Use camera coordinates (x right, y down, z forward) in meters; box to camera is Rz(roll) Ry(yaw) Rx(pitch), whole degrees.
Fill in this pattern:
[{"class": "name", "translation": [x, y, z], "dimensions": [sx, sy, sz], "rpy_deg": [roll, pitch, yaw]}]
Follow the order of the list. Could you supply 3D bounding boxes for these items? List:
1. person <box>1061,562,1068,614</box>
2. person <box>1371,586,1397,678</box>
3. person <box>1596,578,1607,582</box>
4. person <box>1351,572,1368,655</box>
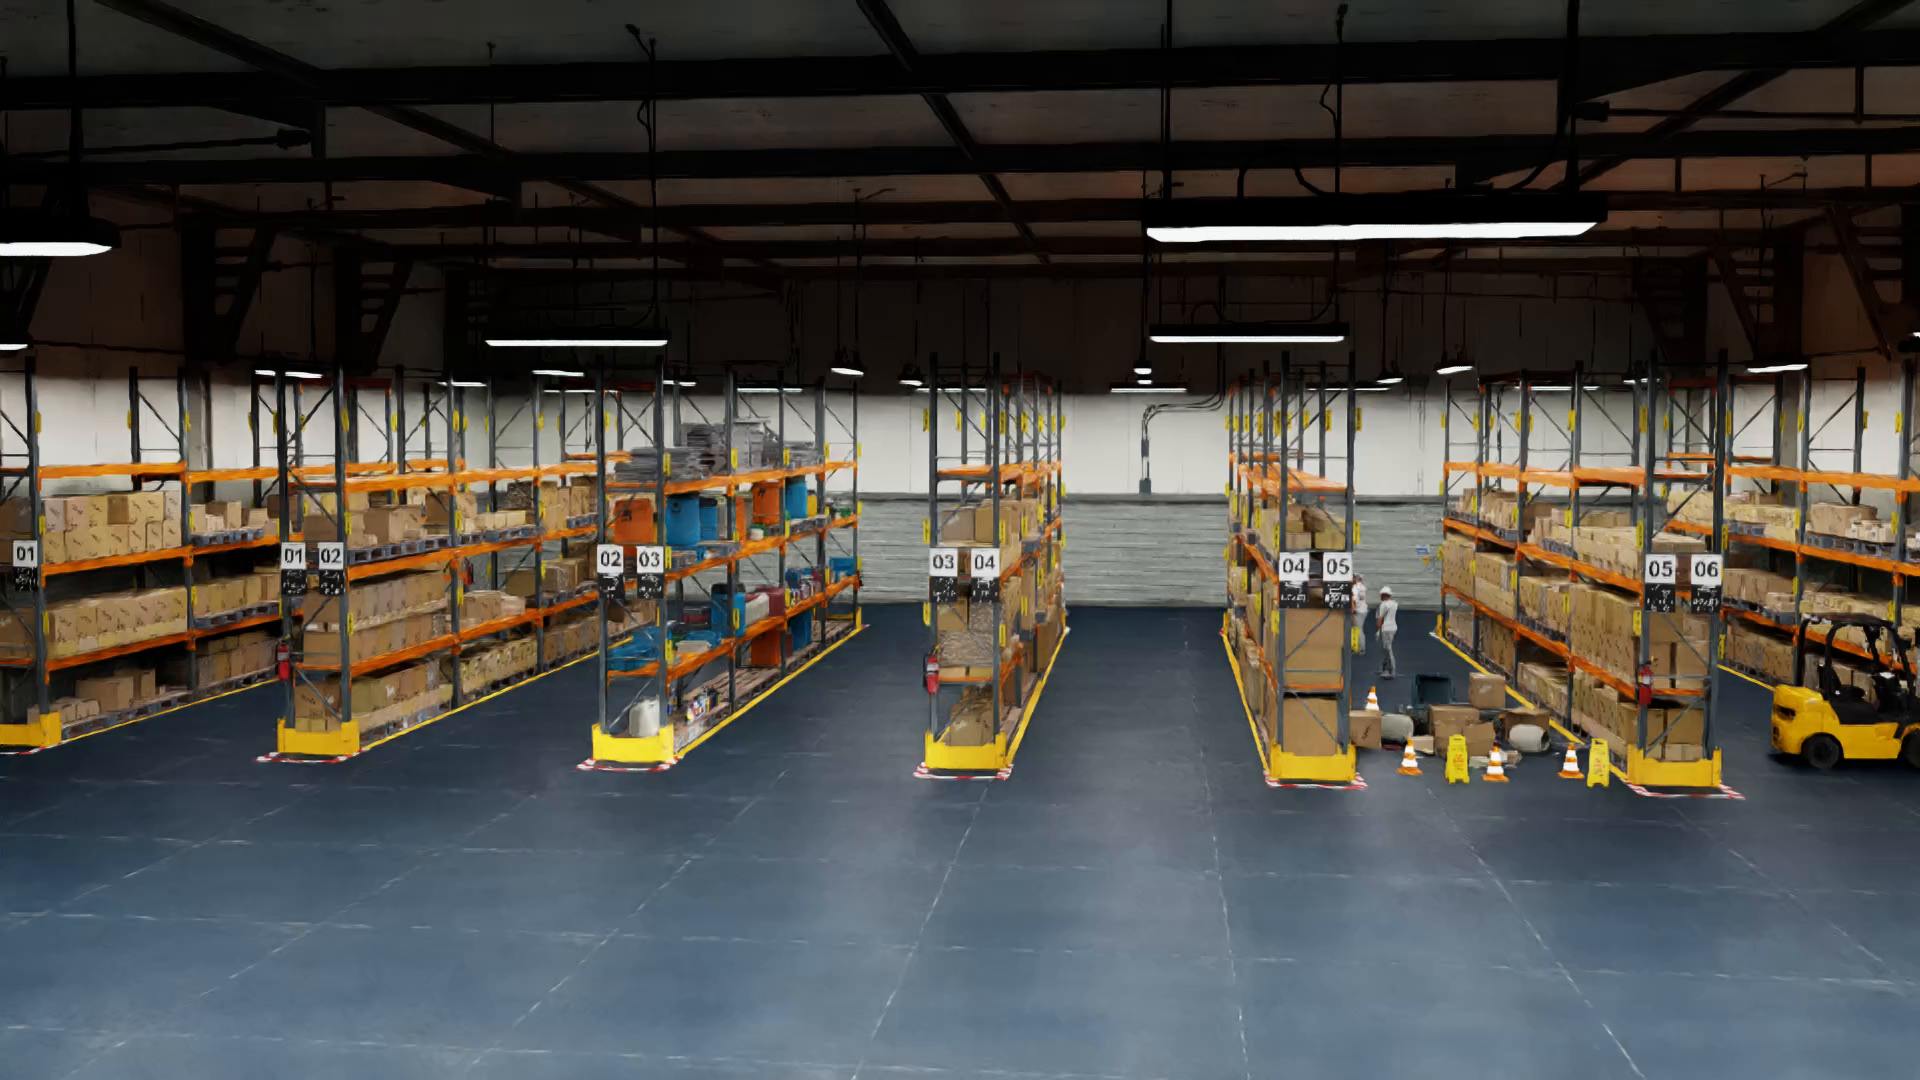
[{"class": "person", "translation": [2.419, 1.118, 42.807], "dimensions": [0.596, 1.739, 0.988], "rpy_deg": [2, 5, 28]}, {"class": "person", "translation": [8.345, 1.786, 32.686], "dimensions": [0.577, 1.783, 0.662], "rpy_deg": [3, 5, 35]}, {"class": "person", "translation": [14.900, 1.379, 38.857], "dimensions": [0.630, 1.767, 0.684], "rpy_deg": [-1, 4, -15]}, {"class": "person", "translation": [8.556, 1.572, 35.932], "dimensions": [0.582, 1.748, 0.629], "rpy_deg": [3, 5, 33]}]
